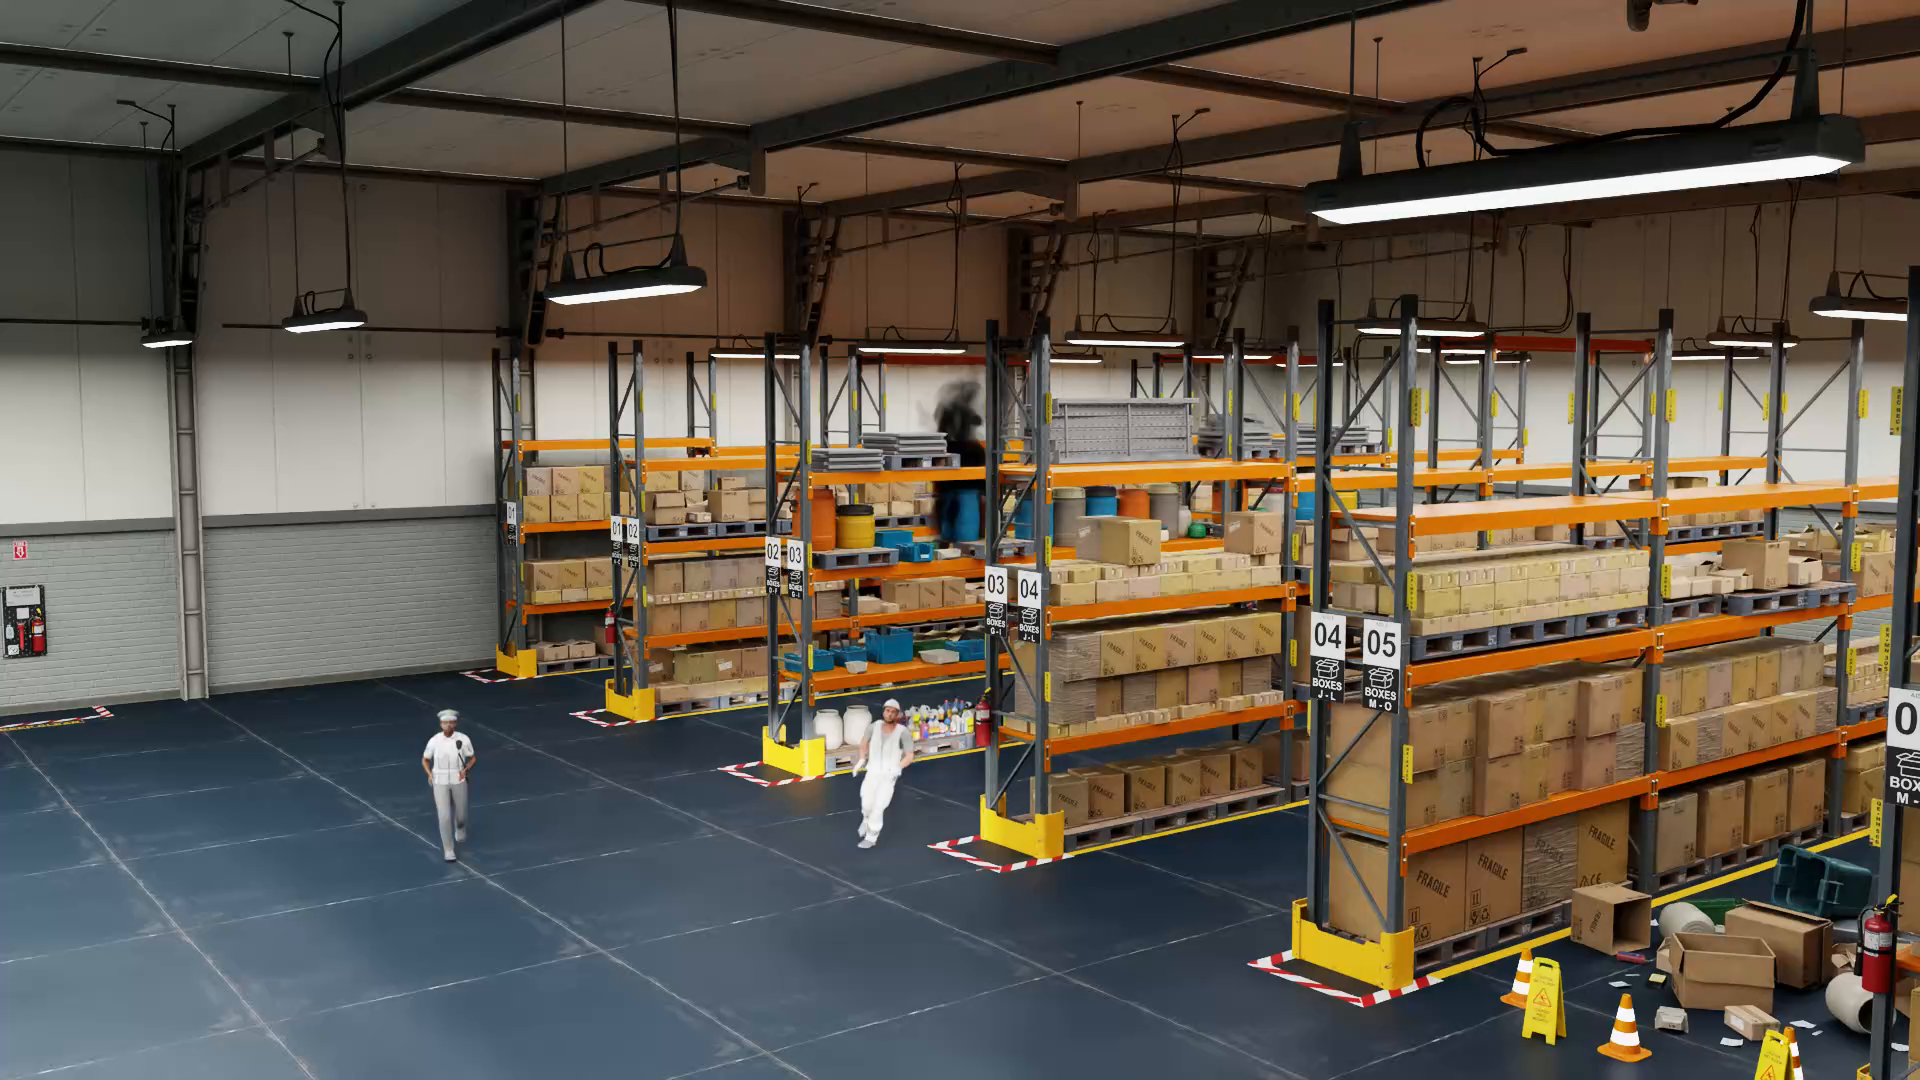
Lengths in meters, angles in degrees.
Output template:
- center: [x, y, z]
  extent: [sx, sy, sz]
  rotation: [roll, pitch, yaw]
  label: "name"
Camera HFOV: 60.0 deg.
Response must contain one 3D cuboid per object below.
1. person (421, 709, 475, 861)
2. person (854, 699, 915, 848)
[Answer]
- center: [-5.719, 2.704, 18.612]
  extent: [0.579, 1.654, 0.678]
  rotation: [-2, 5, -17]
  label: "person"
- center: [-0.881, 2.661, 18.806]
  extent: [0.713, 1.705, 0.554]
  rotation: [1, 5, 11]
  label: "person"
